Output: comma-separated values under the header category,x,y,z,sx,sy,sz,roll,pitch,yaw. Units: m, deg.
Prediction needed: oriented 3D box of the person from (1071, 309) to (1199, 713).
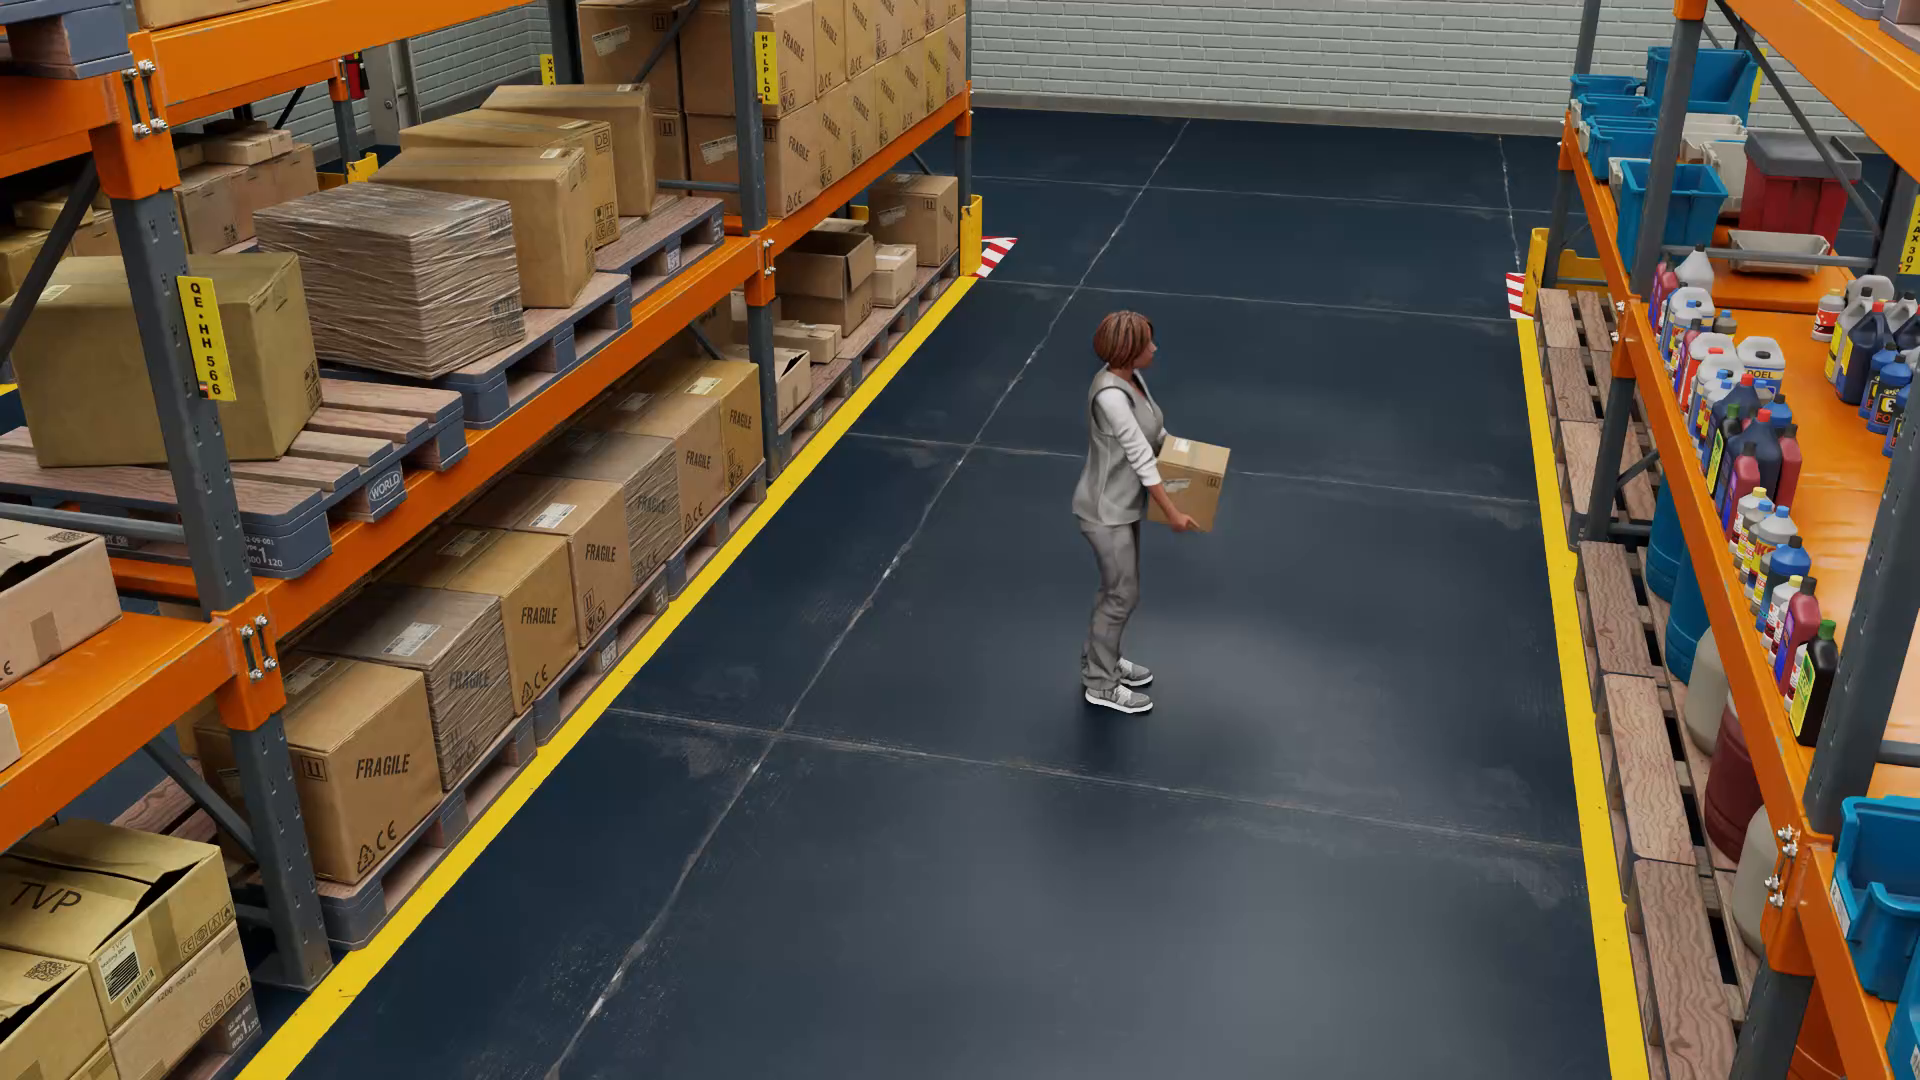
category,x,y,z,sx,sy,sz,roll,pitch,yaw
person,0.675,-0.101,6.338,0.499,1.599,0.375,6,26,12
